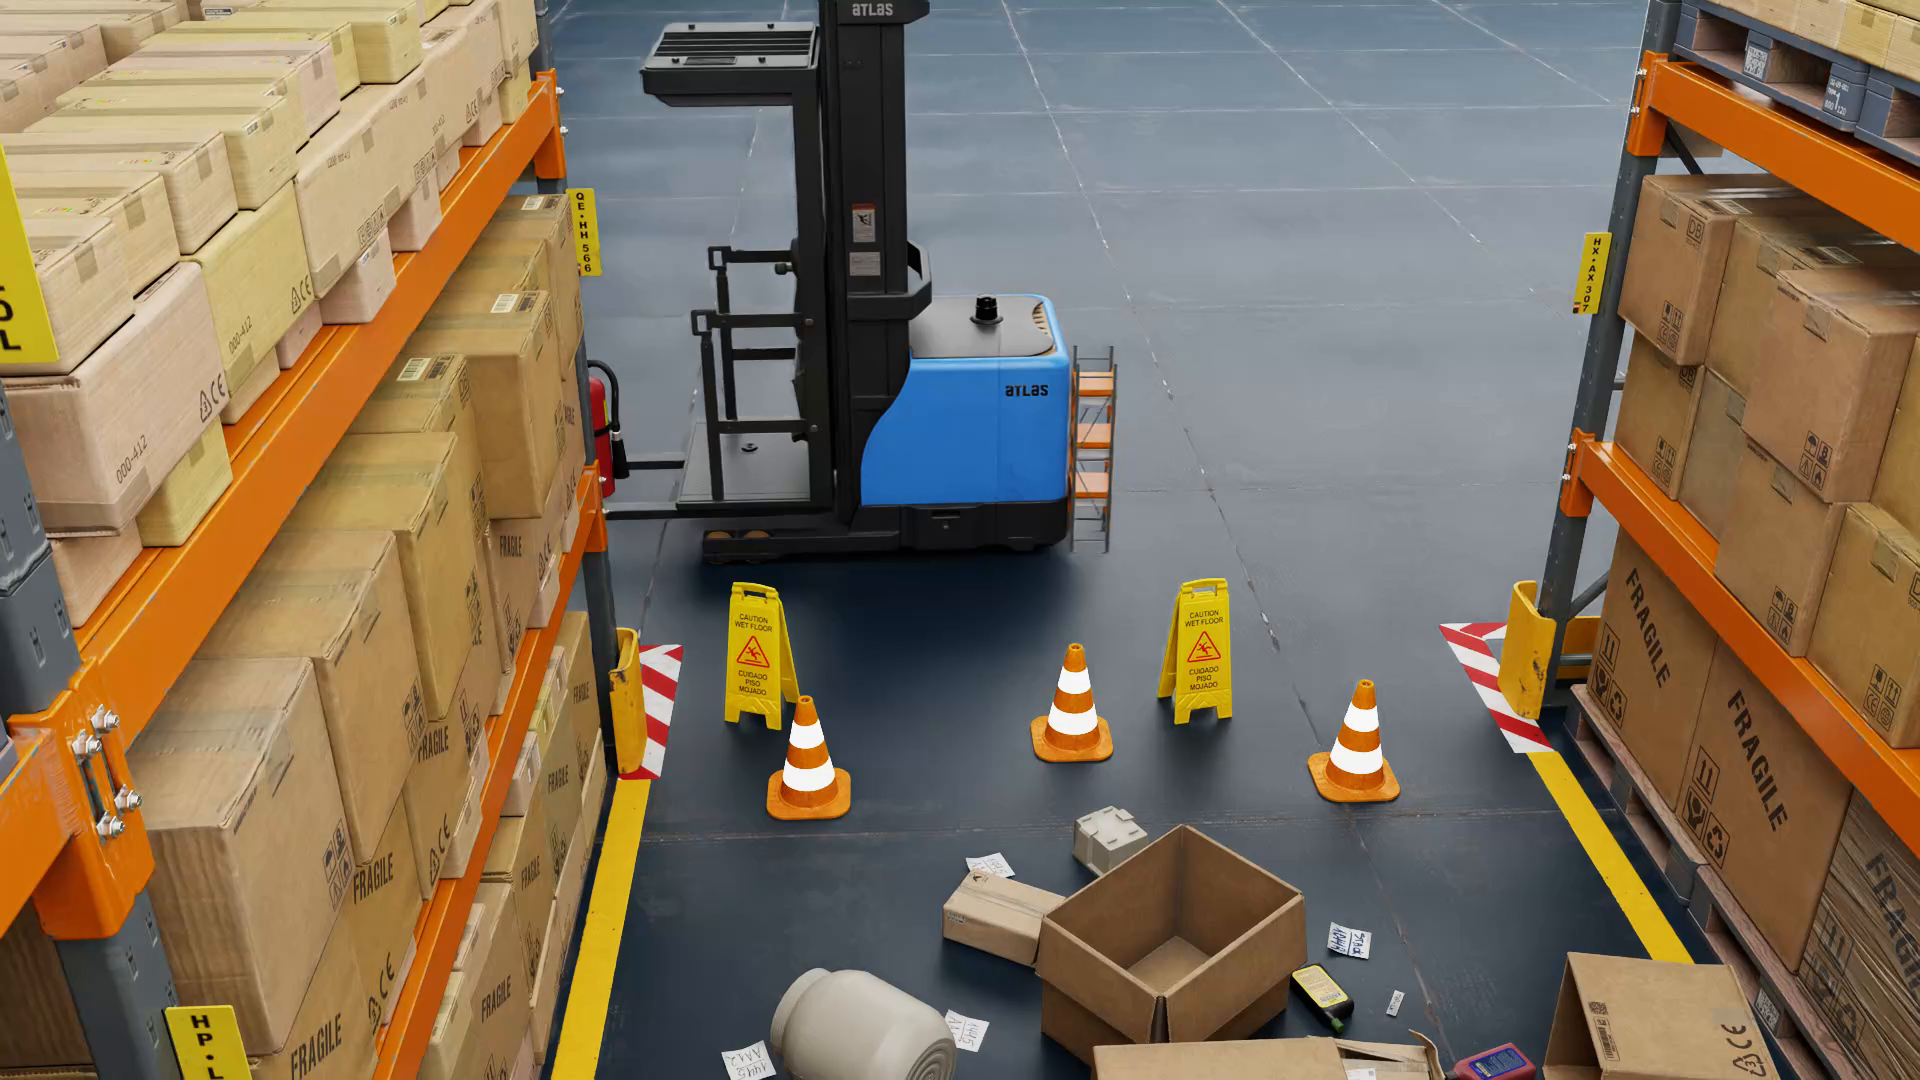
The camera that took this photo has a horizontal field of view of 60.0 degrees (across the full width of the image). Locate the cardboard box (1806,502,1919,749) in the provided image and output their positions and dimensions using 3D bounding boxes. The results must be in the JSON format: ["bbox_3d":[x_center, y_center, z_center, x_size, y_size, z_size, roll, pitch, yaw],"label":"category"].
[{"bbox_3d":[3.101,0.235,4.894,0.875,0.550,0.500,-1,28,-3],"label":"cardboard box"}]

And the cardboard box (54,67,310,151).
[{"bbox_3d":[-1.504,-0.817,3.238,0.380,0.149,0.250,-2,28,-4],"label":"cardboard box"}]

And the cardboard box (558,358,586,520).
[{"bbox_3d":[-1.621,-0.394,5.832,0.500,0.500,0.500,-2,28,-4],"label":"cardboard box"}]

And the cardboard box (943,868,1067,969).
[{"bbox_3d":[0.161,1.358,5.985,0.380,0.149,0.250,13,30,24],"label":"cardboard box"}]

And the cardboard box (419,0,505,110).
[{"bbox_3d":[-1.617,-1.395,4.777,0.500,0.250,0.500,-2,28,-3],"label":"cardboard box"}]

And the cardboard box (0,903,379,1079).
[{"bbox_3d":[-1.460,0.999,3.161,0.500,0.500,0.500,-1,28,-3],"label":"cardboard box"}]

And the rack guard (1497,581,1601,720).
[{"bbox_3d":[3.012,0.469,7.310,1.175,0.500,0.348,-1,28,-3],"label":"rack guard"}]

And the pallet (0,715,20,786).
[{"bbox_3d":[-1.790,0.426,1.648,1.213,0.211,1.003,-1,28,-3],"label":"pallet"}]

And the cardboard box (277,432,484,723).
[{"bbox_3d":[-1.526,0.089,3.826,0.700,0.500,0.500,-2,28,-4],"label":"cardboard box"}]

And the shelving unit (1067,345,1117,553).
[{"bbox_3d":[0.670,-0.455,8.487,0.215,1.050,0.252,0,28,0],"label":"shelving unit"}]

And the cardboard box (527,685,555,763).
[{"bbox_3d":[-1.526,0.599,5.365,0.380,0.149,0.250,-1,28,-2],"label":"cardboard box"}]

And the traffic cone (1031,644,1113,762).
[{"bbox_3d":[0.477,0.647,7.010,0.336,0.463,0.334,-1,28,-3],"label":"traffic cone"}]

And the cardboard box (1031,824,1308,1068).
[{"bbox_3d":[0.695,1.395,5.531,0.797,0.503,0.637,-23,35,-37],"label":"cardboard box"}]

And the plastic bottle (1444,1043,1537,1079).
[{"bbox_3d":[1.707,1.725,5.377,0.283,0.061,0.133,-11,30,-20],"label":"plastic bottle"}]

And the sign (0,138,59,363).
[{"bbox_3d":[-1.162,-0.363,1.975,0.100,0.325,0.005,-1,28,-3],"label":"sign"}]

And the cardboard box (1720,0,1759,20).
[{"bbox_3d":[2.725,-1.793,5.411,0.380,0.149,0.250,-1,28,-2],"label":"cardboard box"}]

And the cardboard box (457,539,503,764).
[{"bbox_3d":[-1.569,0.303,4.496,0.500,0.500,0.500,-1,28,-2],"label":"cardboard box"}]

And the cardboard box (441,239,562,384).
[{"bbox_3d":[-1.661,-0.617,5.178,0.700,0.500,0.500,-1,28,-2],"label":"cardboard box"}]

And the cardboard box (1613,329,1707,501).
[{"bbox_3d":[3.078,-0.524,6.349,0.875,0.550,0.550,-1,28,-3],"label":"cardboard box"}]

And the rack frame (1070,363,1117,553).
[{"bbox_3d":[0.669,-0.399,8.379,0.200,1.050,0.008,0,28,0],"label":"rack frame"}]

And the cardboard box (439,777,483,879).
[{"bbox_3d":[-1.469,0.753,4.335,0.380,0.149,0.250,-1,28,-2],"label":"cardboard box"}]

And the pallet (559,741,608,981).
[{"bbox_3d":[-1.913,1.186,6.248,1.003,0.211,1.213,-1,28,-3],"label":"pallet"}]

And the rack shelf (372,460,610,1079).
[{"bbox_3d":[-1.820,0.781,4.787,1.077,0.370,4.000,-1,28,-3],"label":"rack shelf"}]

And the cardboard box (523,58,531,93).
[{"bbox_3d":[-1.627,-1.522,5.453,0.380,0.149,0.250,-1,28,-2],"label":"cardboard box"}]

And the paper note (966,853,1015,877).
[{"bbox_3d":[0.113,1.243,6.334,0.148,0.019,0.142,-11,30,-20],"label":"paper note"}]

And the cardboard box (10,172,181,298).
[{"bbox_3d":[-1.449,-0.459,2.553,0.380,0.149,0.250,-1,28,-1],"label":"cardboard box"}]

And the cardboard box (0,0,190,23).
[{"bbox_3d":[-2.150,-1.279,4.125,0.380,0.149,0.250,-1,28,-1],"label":"cardboard box"}]

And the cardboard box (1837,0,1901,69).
[{"bbox_3d":[2.764,-1.445,4.742,0.380,0.149,0.250,-1,28,-2],"label":"cardboard box"}]

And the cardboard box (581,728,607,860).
[{"bbox_3d":[-1.612,0.949,6.206,0.500,0.250,0.500,-2,28,-3],"label":"cardboard box"}]

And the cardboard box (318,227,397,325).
[{"bbox_3d":[-1.467,-0.581,3.647,0.380,0.149,0.250,-2,28,-4],"label":"cardboard box"}]

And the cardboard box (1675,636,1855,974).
[{"bbox_3d":[3.163,0.846,5.728,0.875,0.875,0.875,-2,28,-3],"label":"cardboard box"}]

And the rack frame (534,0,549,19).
[{"bbox_3d":[-1.924,-3.122,5.004,1.000,3.000,0.127,-1,28,-3],"label":"rack frame"}]

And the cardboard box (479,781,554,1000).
[{"bbox_3d":[-1.572,1.076,5.151,0.500,0.500,0.500,-2,28,-4],"label":"cardboard box"}]

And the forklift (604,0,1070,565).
[{"bbox_3d":[-0.979,-1.426,8.314,3.031,2.935,1.130,-1,28,-3],"label":"forklift"}]

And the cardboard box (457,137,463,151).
[{"bbox_3d":[-1.654,-1.166,4.770,0.380,0.149,0.250,-1,28,-2],"label":"cardboard box"}]

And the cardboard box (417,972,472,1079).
[{"bbox_3d":[-1.452,1.223,4.169,0.380,0.149,0.250,0,28,-1],"label":"cardboard box"}]

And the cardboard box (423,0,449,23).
[{"bbox_3d":[-1.643,-1.529,4.604,0.380,0.149,0.250,-1,28,-2],"label":"cardboard box"}]

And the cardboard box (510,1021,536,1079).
[{"bbox_3d":[-1.546,1.648,4.865,0.500,0.250,0.500,-2,28,-3],"label":"cardboard box"}]

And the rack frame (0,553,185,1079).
[{"bbox_3d":[-1.716,1.385,2.850,1.000,3.000,0.127,-1,28,-3],"label":"rack frame"}]

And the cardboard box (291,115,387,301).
[{"bbox_3d":[-1.515,-0.689,3.425,0.500,0.250,0.500,-1,28,-2],"label":"cardboard box"}]

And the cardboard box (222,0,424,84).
[{"bbox_3d":[-1.498,-1.178,3.930,0.380,0.149,0.250,-1,28,-1],"label":"cardboard box"}]

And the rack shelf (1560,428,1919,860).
[{"bbox_3d":[3.118,0.615,5.106,1.077,0.370,4.000,-1,28,-3],"label":"rack shelf"}]

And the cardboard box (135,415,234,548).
[{"bbox_3d":[-1.442,-0.105,2.736,0.380,0.149,0.250,-1,28,-3],"label":"cardboard box"}]

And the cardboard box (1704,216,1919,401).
[{"bbox_3d":[3.115,-0.749,5.613,0.875,0.550,0.550,-1,28,-3],"label":"cardboard box"}]

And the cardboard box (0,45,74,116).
[{"bbox_3d":[-2.085,-0.925,3.446,0.380,0.149,0.250,-1,28,-2],"label":"cardboard box"}]

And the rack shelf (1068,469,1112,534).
[{"bbox_3d":[0.670,-0.199,8.620,0.215,0.259,0.240,0,28,0],"label":"rack shelf"}]

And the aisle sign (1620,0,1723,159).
[{"bbox_3d":[2.710,-1.806,6.158,0.394,0.787,0.004,-1,28,-3],"label":"aisle sign"}]

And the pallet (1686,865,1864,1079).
[{"bbox_3d":[3.194,1.538,5.573,1.003,0.211,1.213,-1,28,-3],"label":"pallet"}]

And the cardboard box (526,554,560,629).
[{"bbox_3d":[-1.532,0.168,5.455,0.380,0.149,0.250,-1,28,-2],"label":"cardboard box"}]
